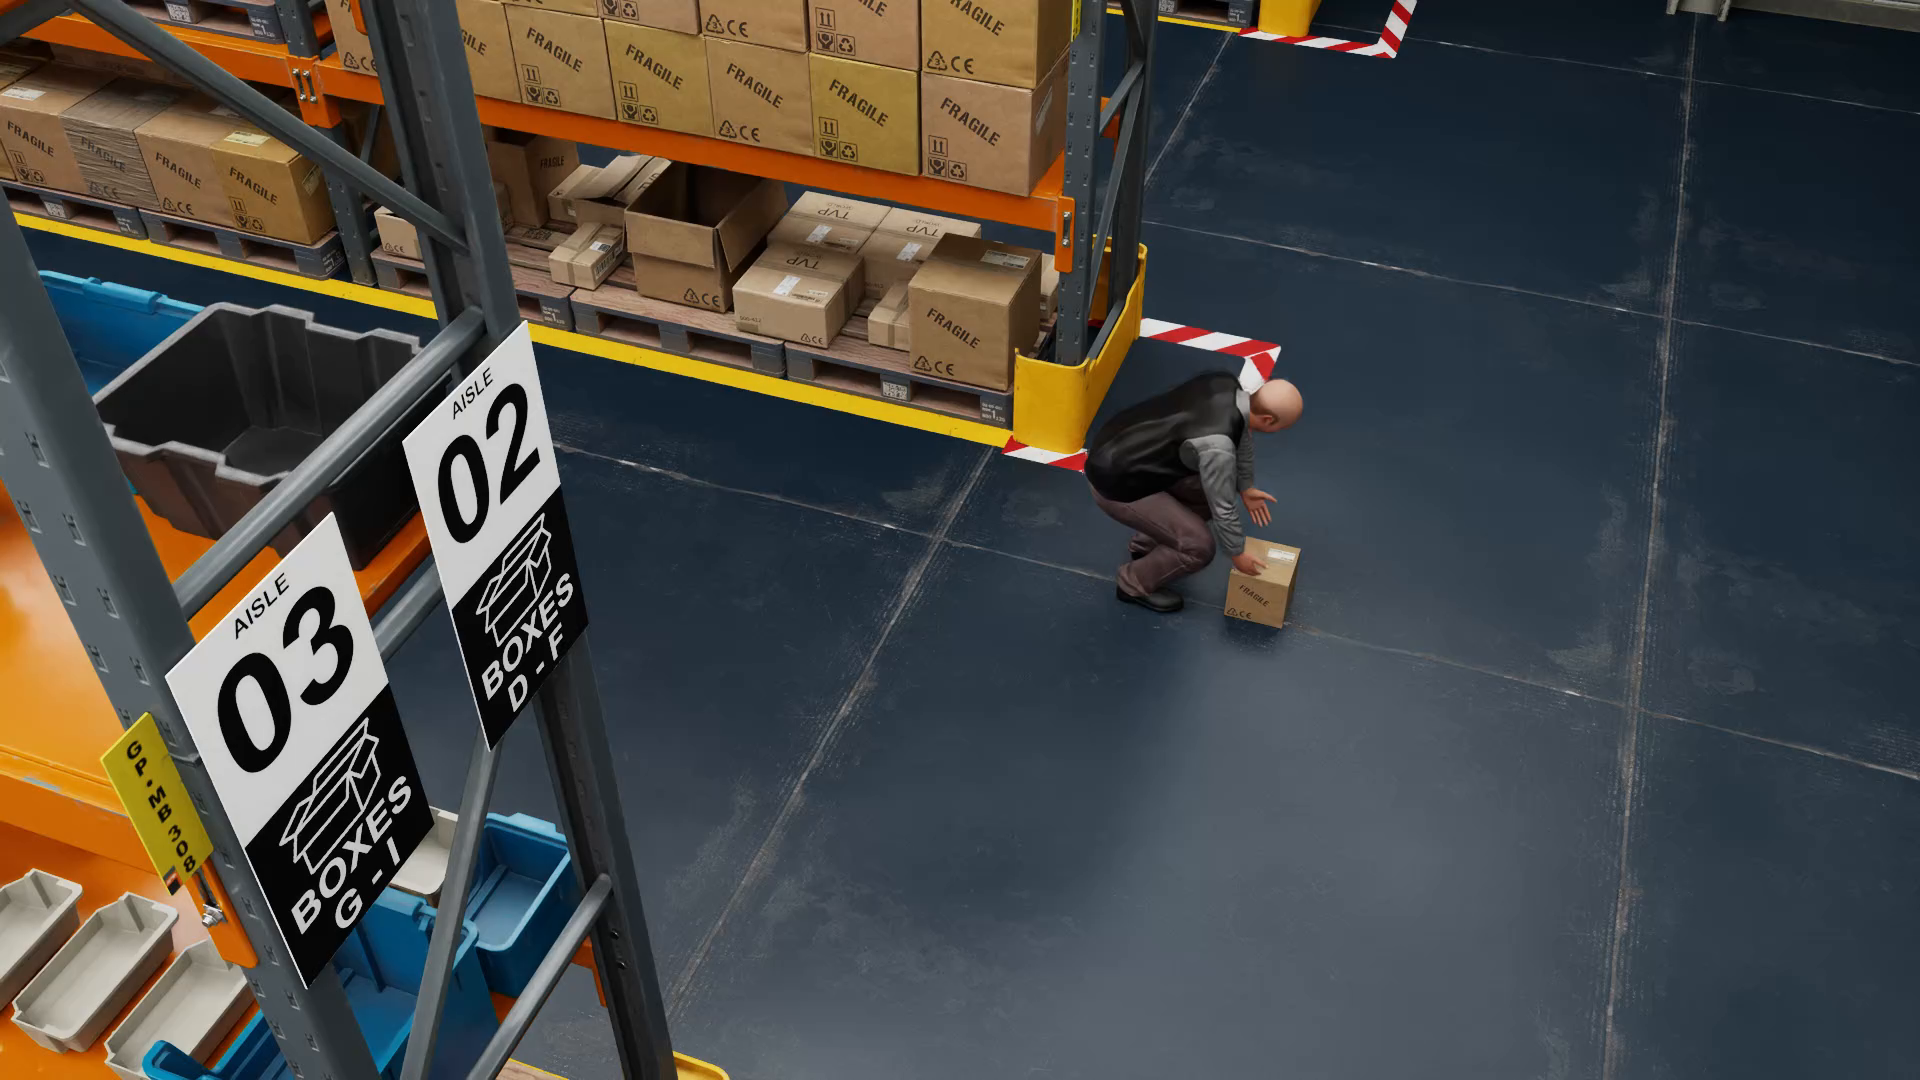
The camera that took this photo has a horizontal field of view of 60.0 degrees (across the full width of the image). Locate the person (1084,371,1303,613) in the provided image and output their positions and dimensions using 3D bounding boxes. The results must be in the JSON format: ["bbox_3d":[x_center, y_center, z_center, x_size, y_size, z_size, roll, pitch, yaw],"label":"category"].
[{"bbox_3d":[0.948,-0.242,6.927,0.831,1.101,0.564,12,43,13],"label":"person"}]
